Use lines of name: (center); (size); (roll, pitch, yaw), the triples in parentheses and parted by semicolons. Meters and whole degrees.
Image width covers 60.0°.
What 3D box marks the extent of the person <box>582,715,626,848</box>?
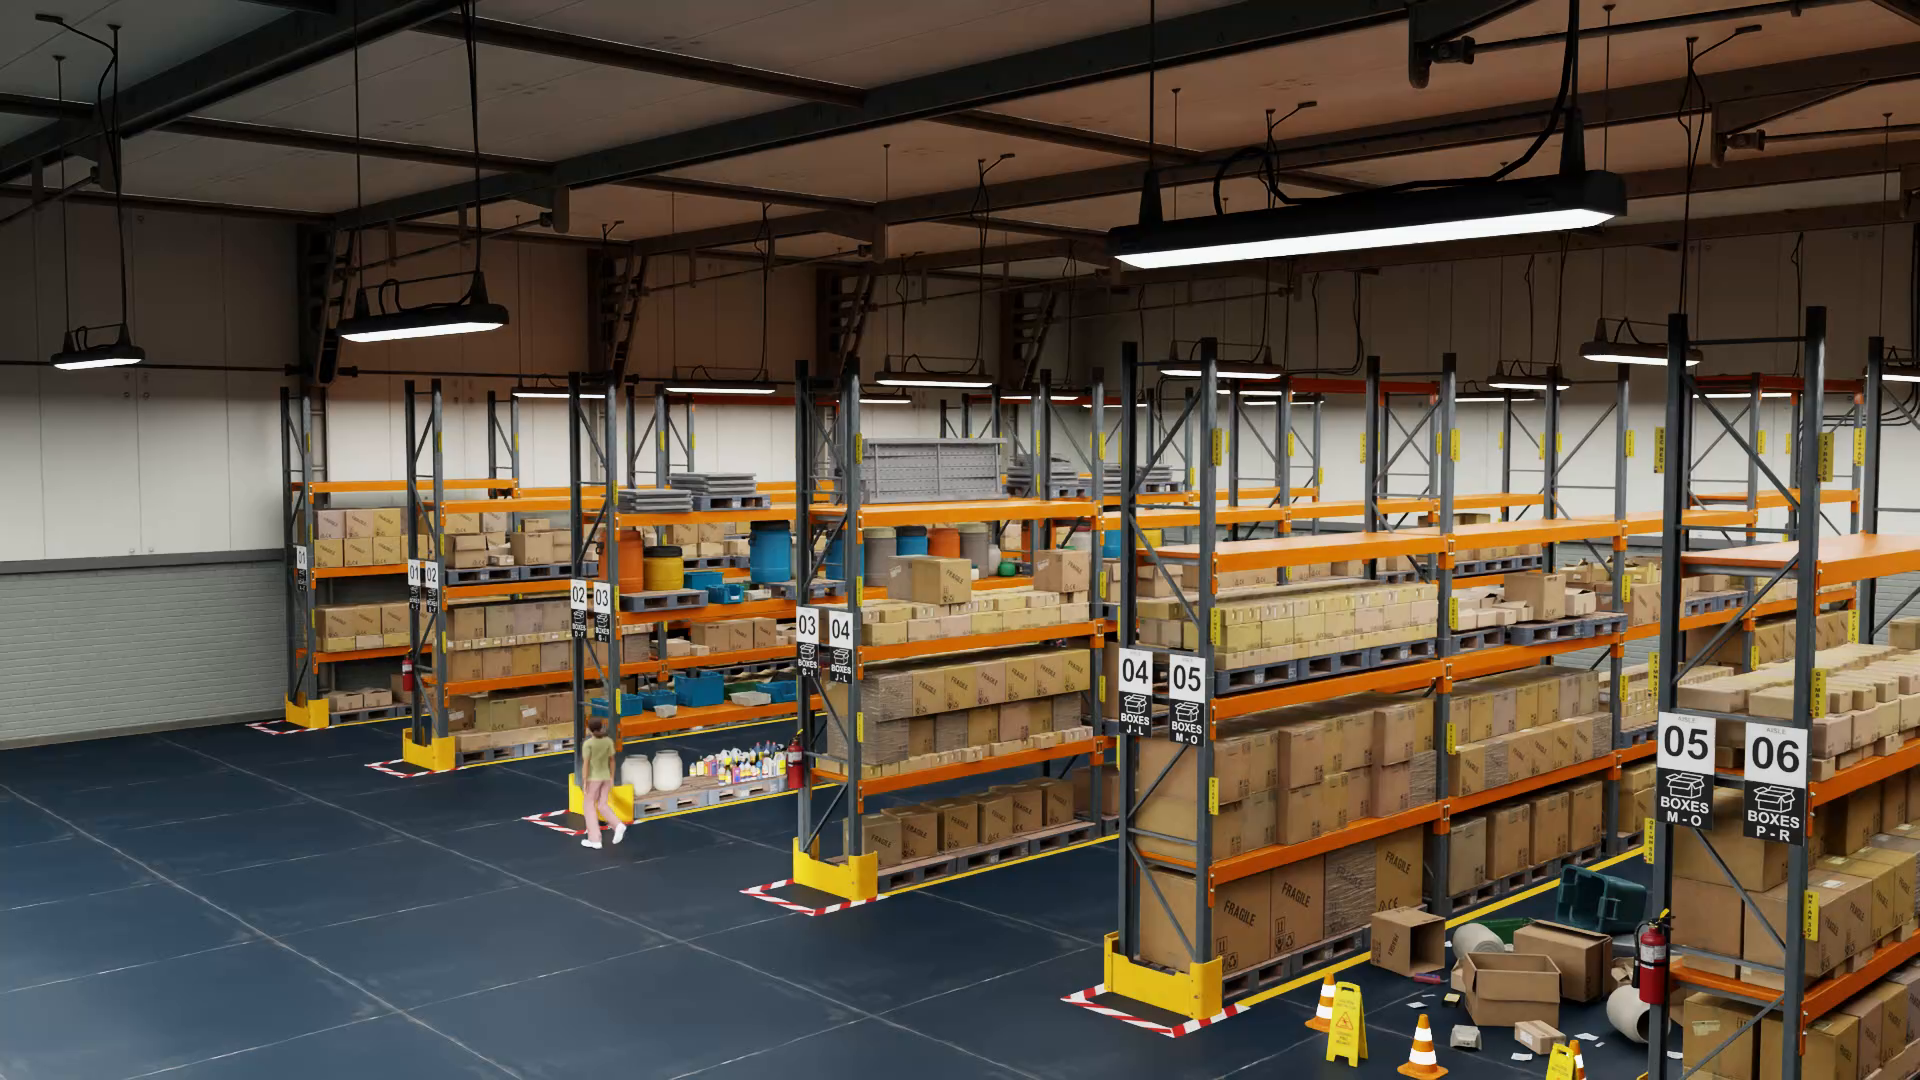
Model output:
person: (-4.462, 3.004, 20.613); (0.650, 1.656, 0.435); (3, 4, 35)
